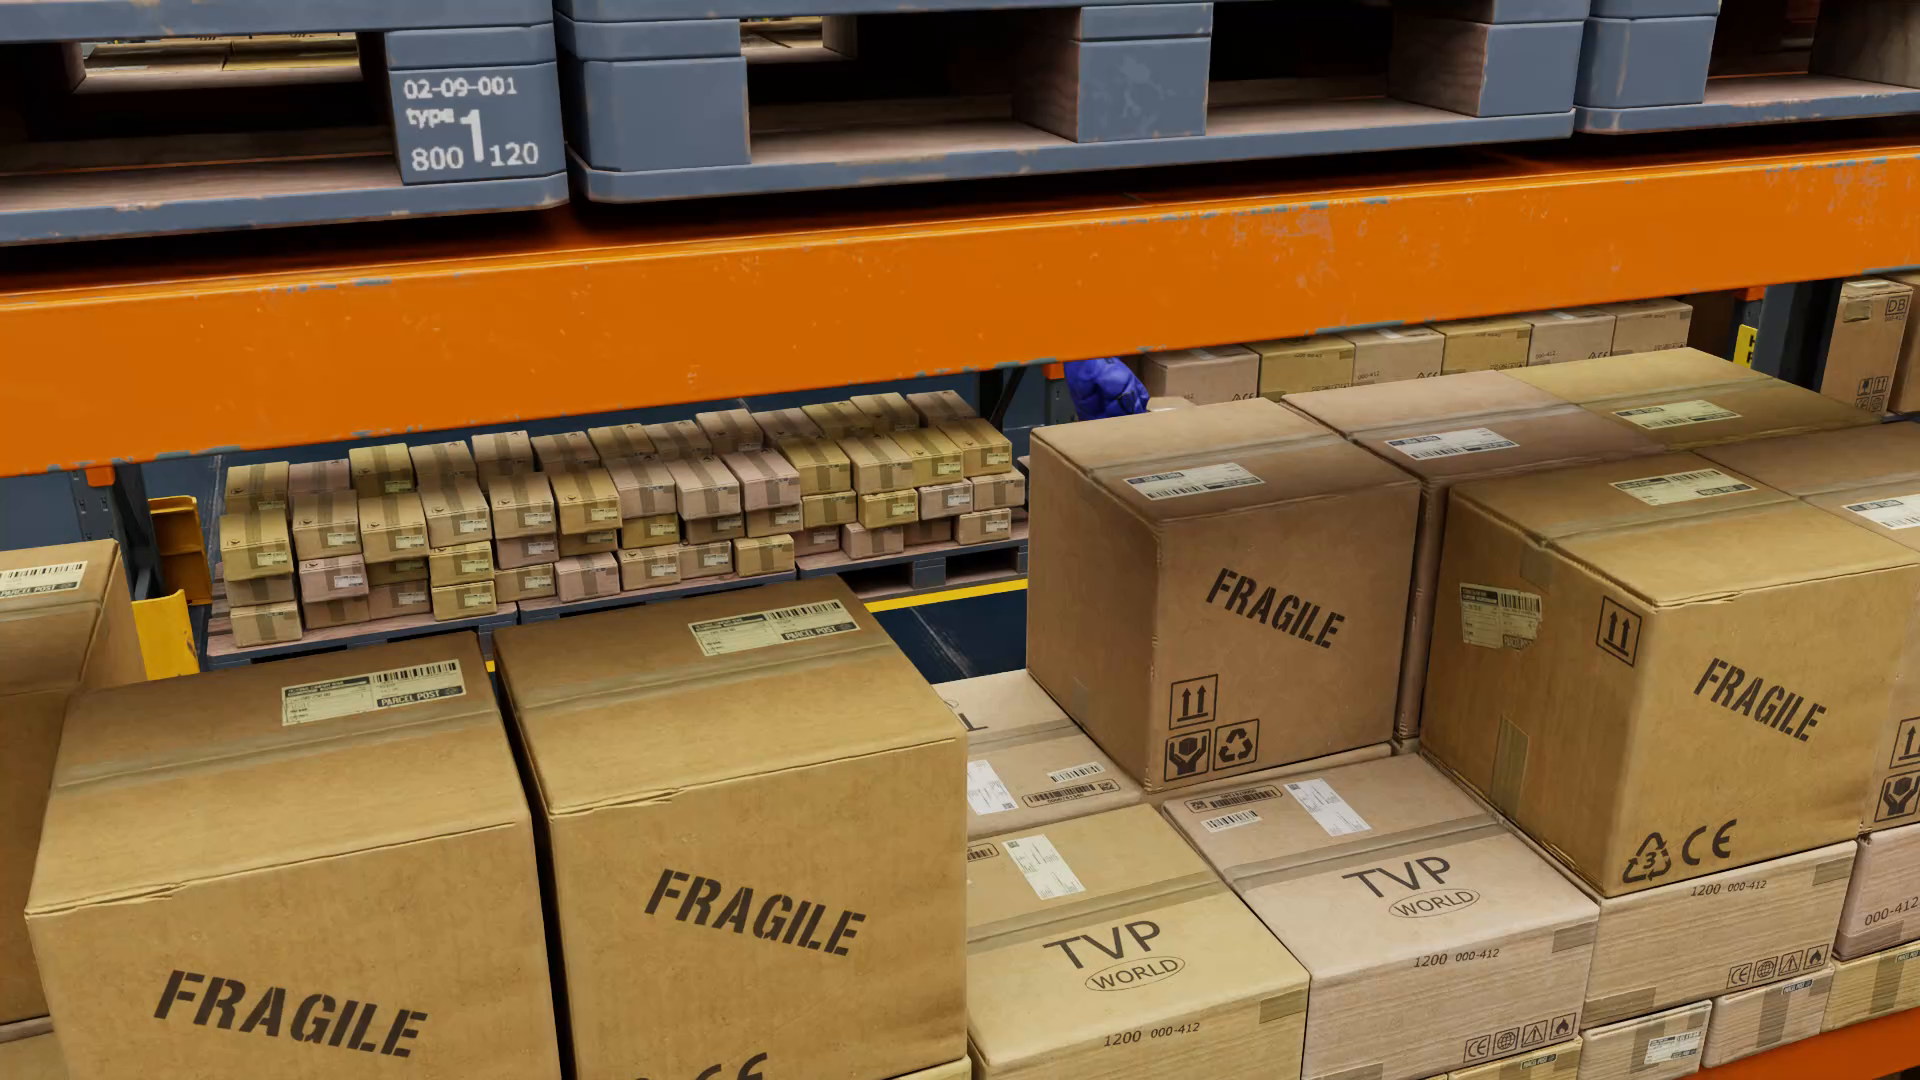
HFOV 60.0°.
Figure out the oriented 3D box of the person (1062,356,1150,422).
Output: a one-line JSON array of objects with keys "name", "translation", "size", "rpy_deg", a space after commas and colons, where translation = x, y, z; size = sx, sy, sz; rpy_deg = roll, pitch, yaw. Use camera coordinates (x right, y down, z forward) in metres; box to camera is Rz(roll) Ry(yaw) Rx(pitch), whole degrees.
[{"name": "person", "translation": [0.656, -0.225, 6.650], "size": [0.519, 1.646, 0.449], "rpy_deg": [-9, 24, -21]}]
